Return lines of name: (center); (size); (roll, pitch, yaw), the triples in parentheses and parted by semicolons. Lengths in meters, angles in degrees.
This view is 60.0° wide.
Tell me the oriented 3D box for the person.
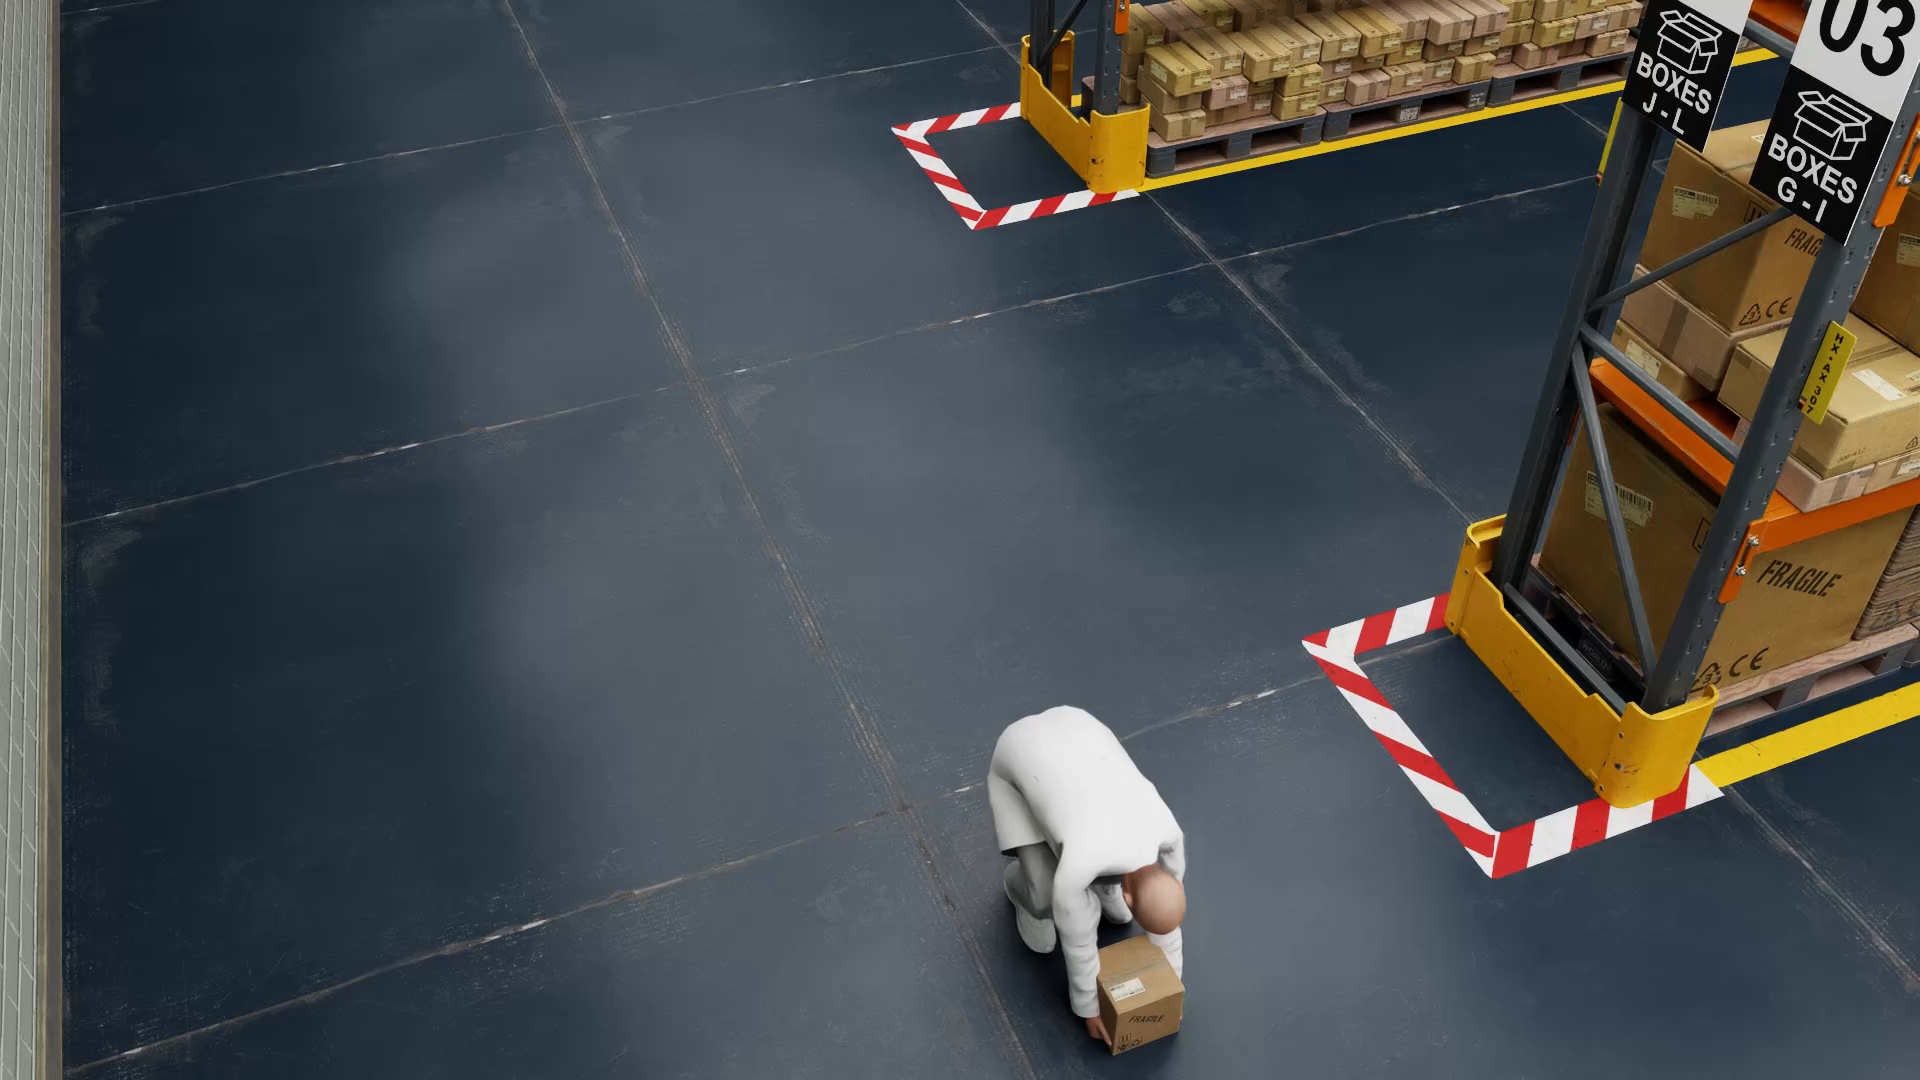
person: (0.440, 1.095, 5.628); (0.590, 0.881, 0.953); (-17, 44, -18)
